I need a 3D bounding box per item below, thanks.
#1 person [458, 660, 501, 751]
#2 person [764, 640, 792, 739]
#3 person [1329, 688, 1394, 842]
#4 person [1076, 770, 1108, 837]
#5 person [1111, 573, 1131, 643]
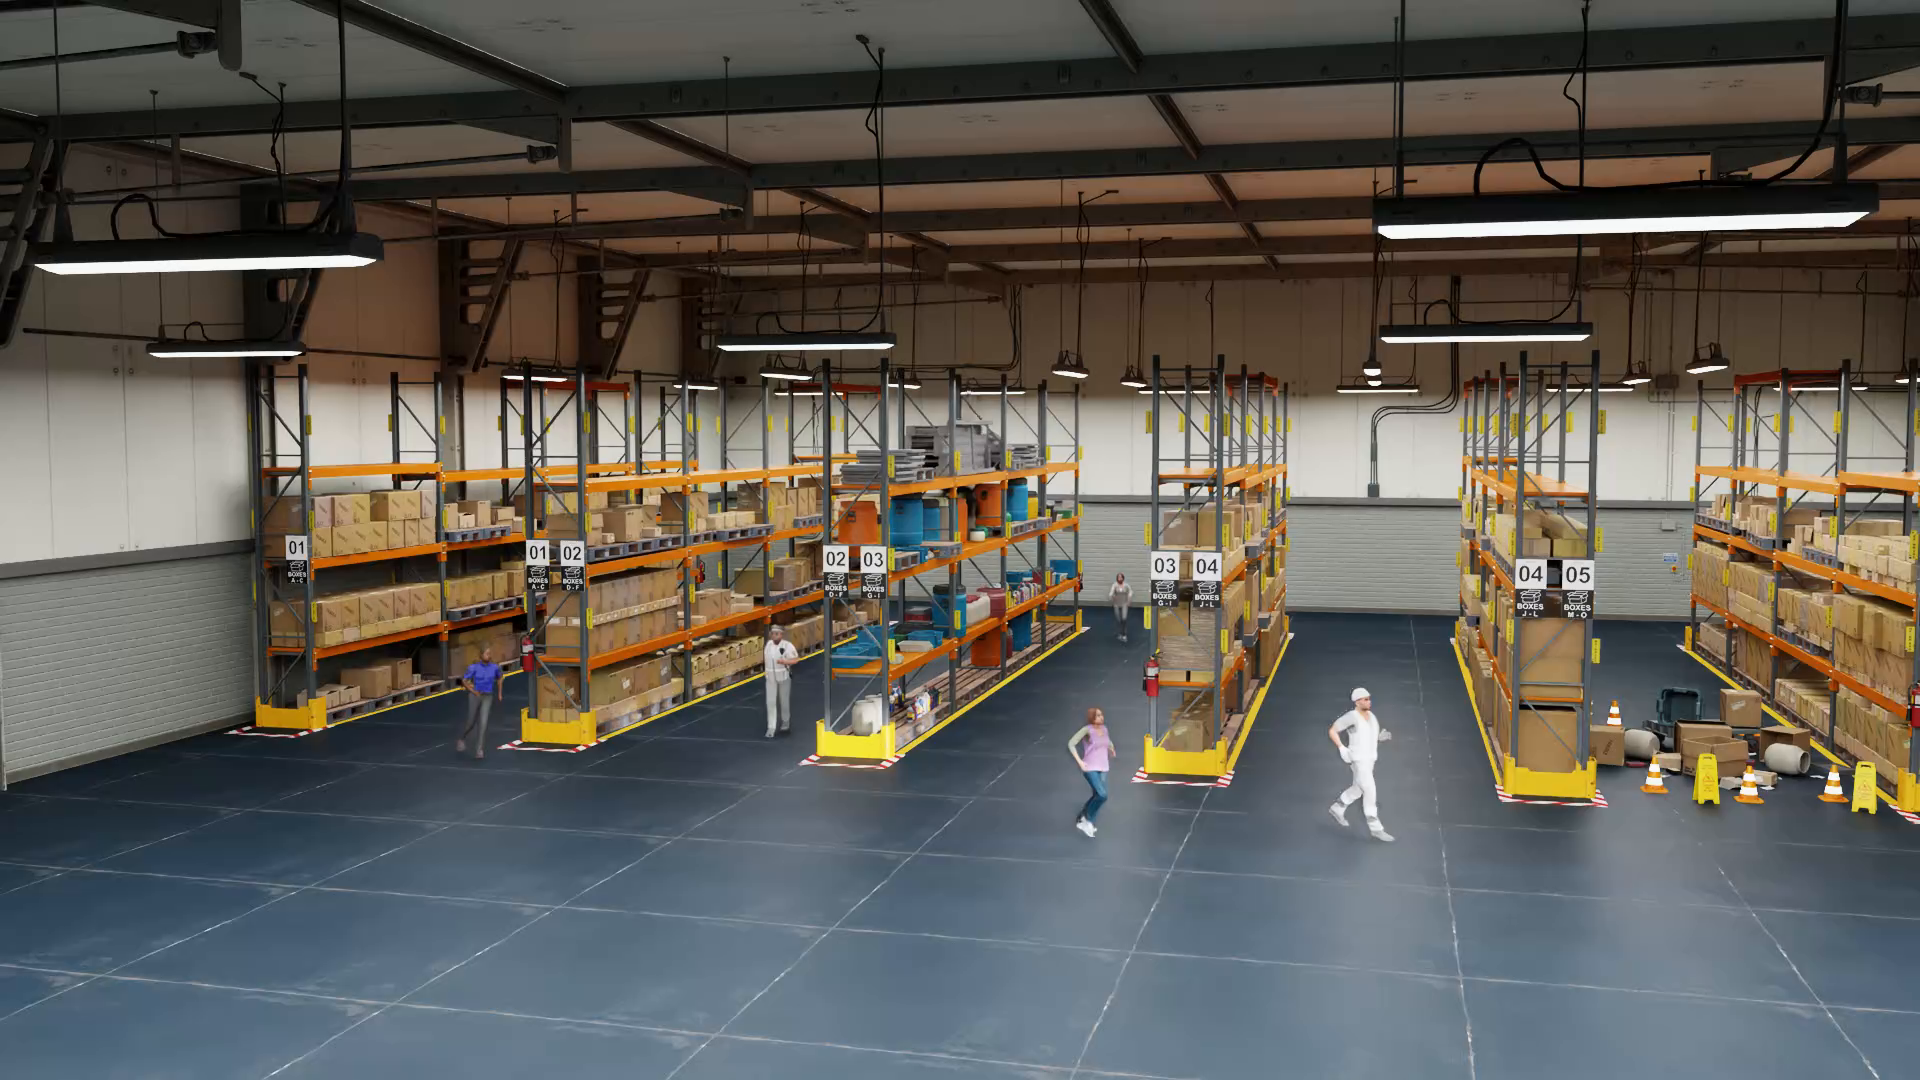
[{"bbox_3d":[-7.271,2.499,25.311,0.606,1.361,0.673,-2,5,-31],"label":"person"},{"bbox_3d":[-2.927,2.407,26.932,0.438,1.590,0.798,1,4,9],"label":"person"},{"bbox_3d":[4.879,2.683,20.187,0.651,1.785,0.983,-4,6,-45],"label":"person"},{"bbox_3d":[1.638,3.135,20.239,0.337,0.925,0.552,-3,5,-40],"label":"person"},{"bbox_3d":[3.709,1.560,38.436,0.490,1.611,0.681,1,4,9],"label":"person"}]
